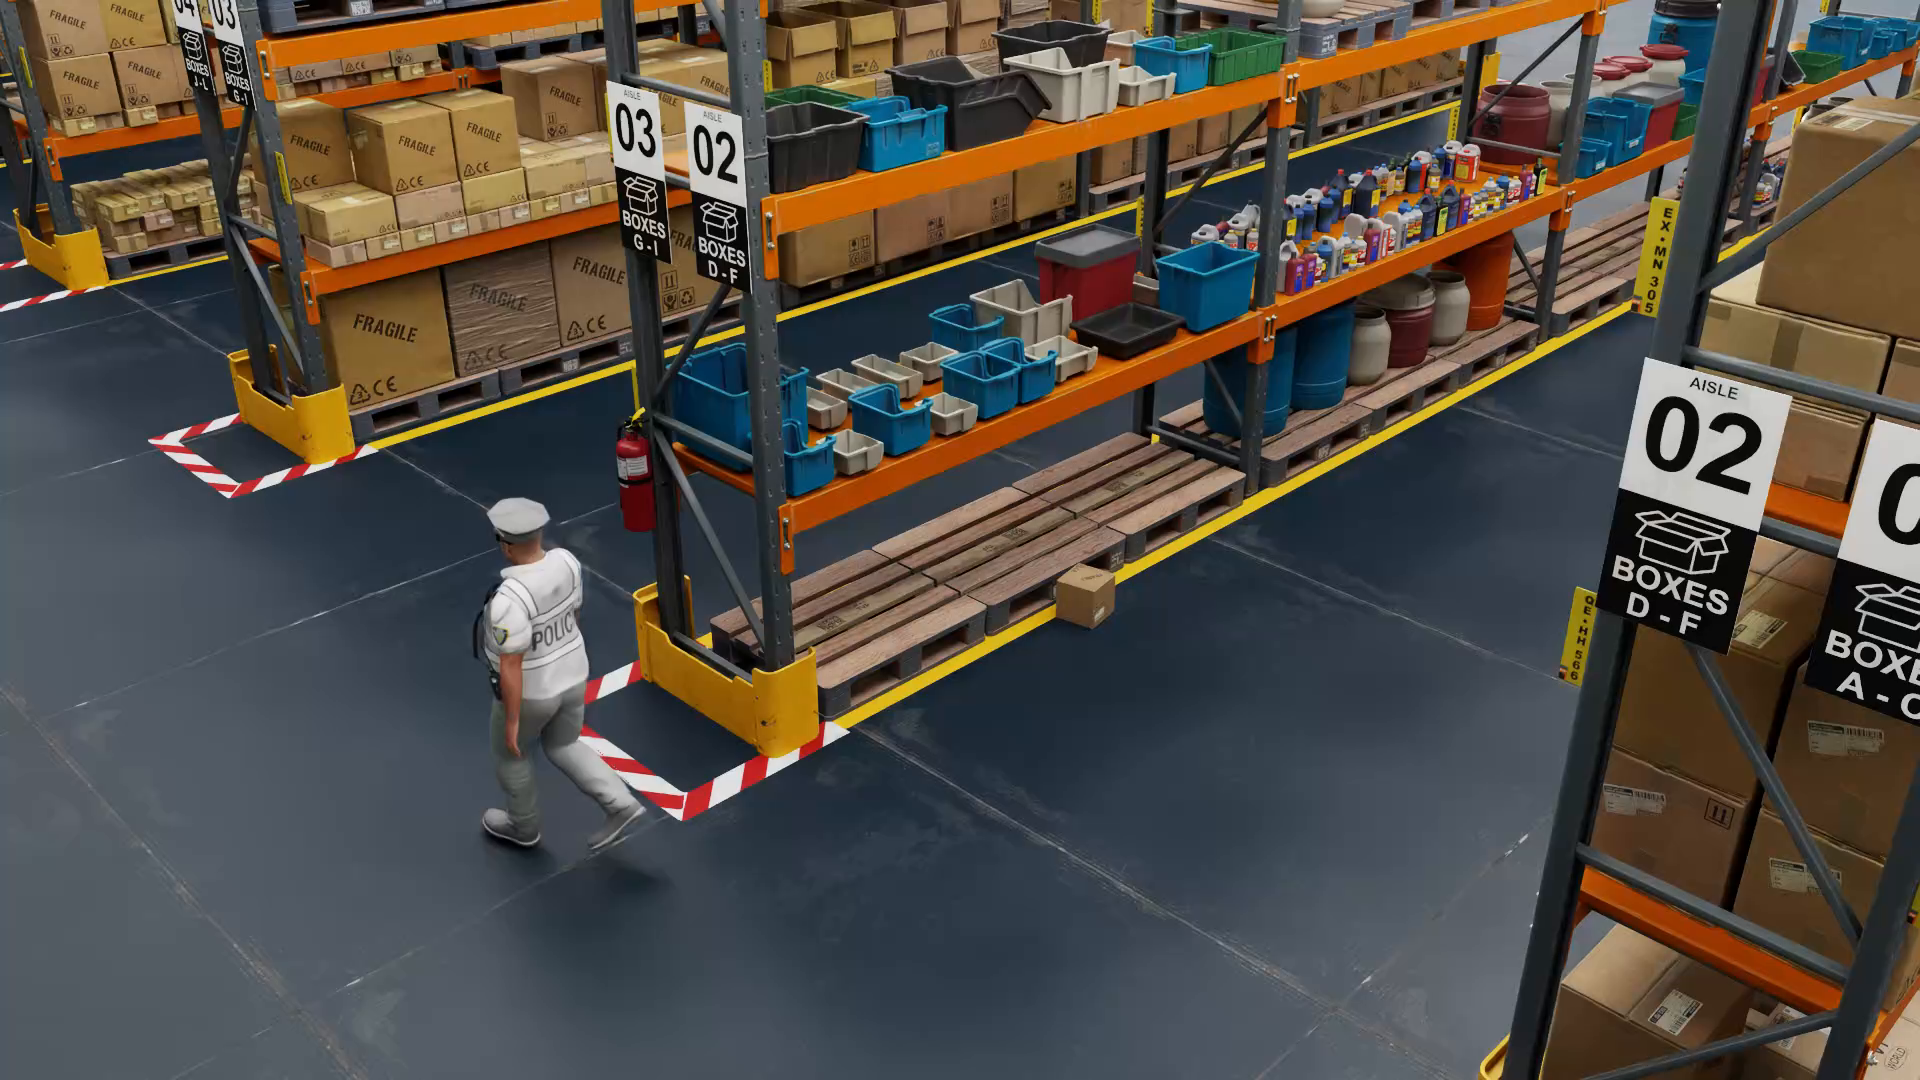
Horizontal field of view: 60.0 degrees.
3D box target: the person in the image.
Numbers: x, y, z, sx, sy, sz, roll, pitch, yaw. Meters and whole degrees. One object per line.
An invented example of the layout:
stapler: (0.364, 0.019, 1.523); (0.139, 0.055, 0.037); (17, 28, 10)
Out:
person: (-1.843, 0.639, 7.379); (0.821, 1.720, 0.594); (18, 32, 30)
